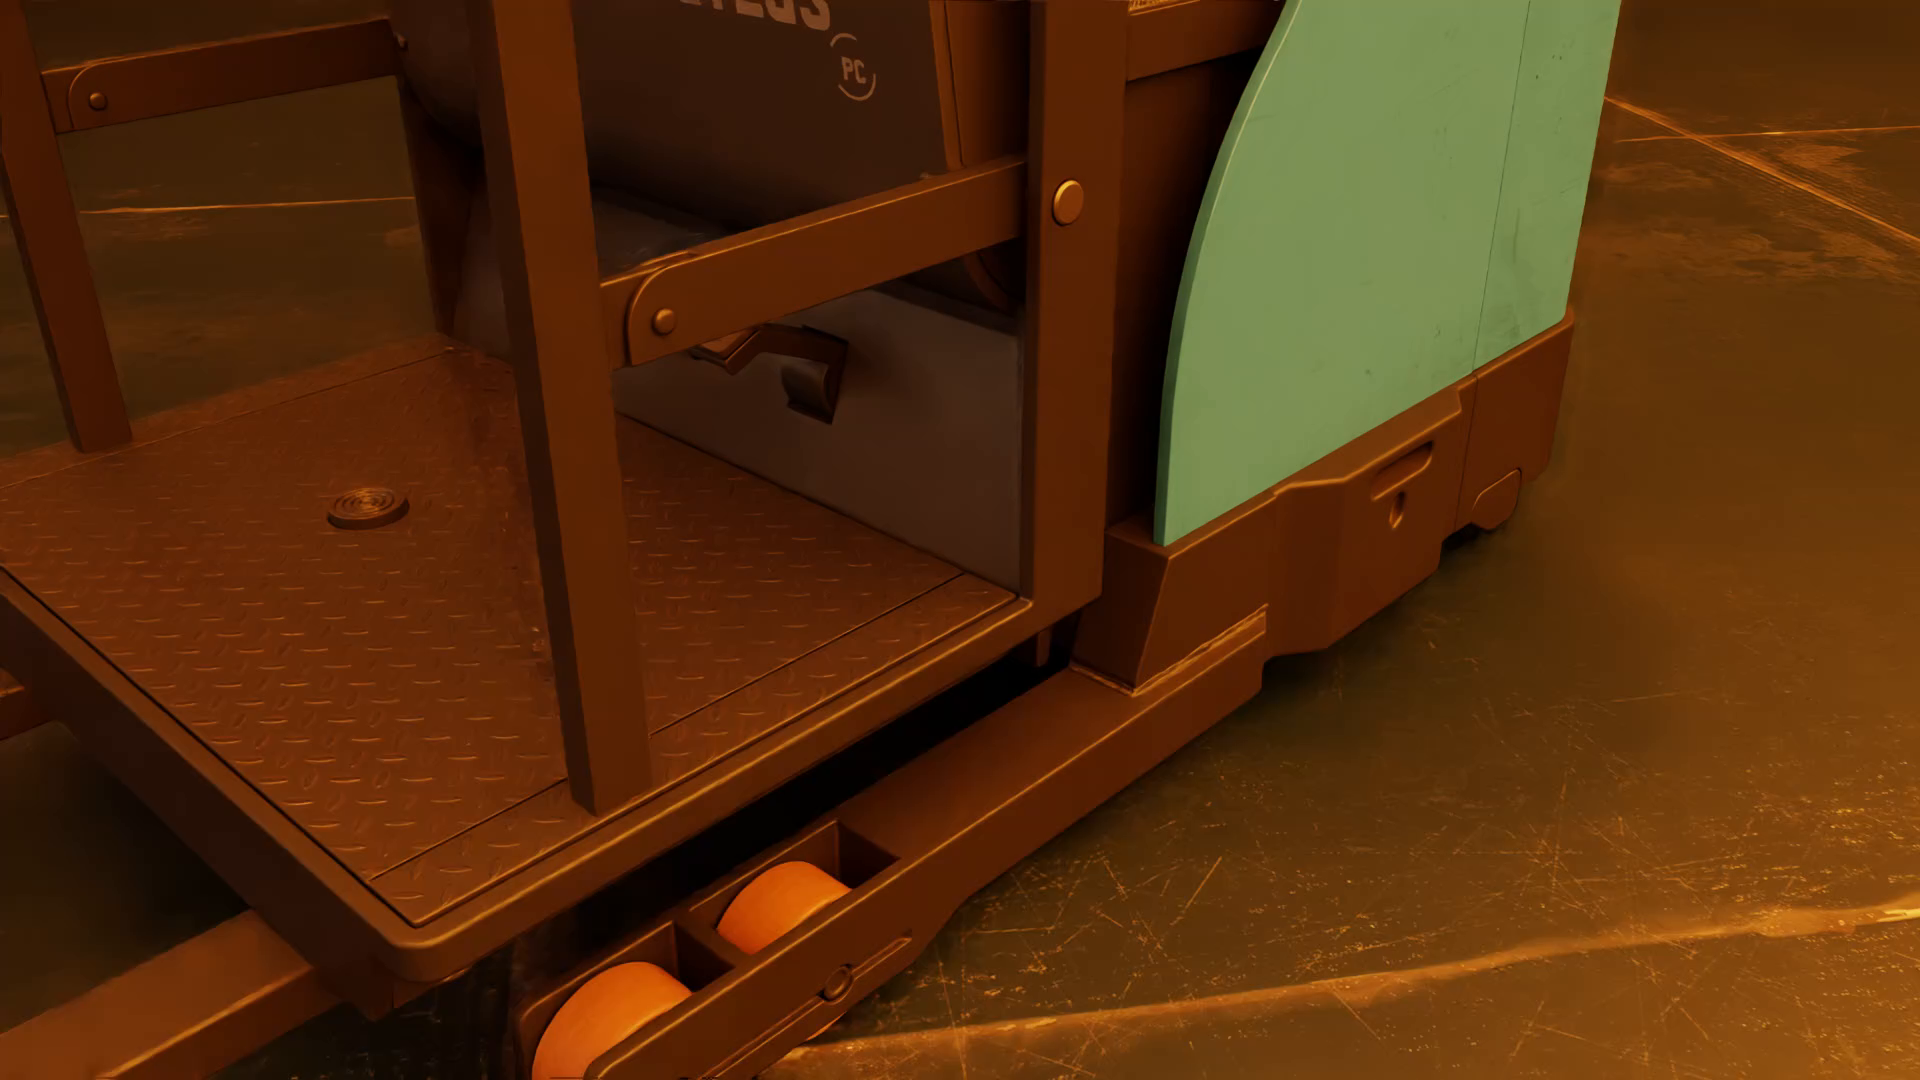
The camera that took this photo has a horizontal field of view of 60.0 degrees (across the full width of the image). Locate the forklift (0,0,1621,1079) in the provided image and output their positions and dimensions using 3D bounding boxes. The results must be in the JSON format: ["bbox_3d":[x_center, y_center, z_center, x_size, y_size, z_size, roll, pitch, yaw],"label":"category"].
[{"bbox_3d":[-0.460,-1.020,1.296,1.130,2.935,3.031,24,36,37],"label":"forklift"}]
